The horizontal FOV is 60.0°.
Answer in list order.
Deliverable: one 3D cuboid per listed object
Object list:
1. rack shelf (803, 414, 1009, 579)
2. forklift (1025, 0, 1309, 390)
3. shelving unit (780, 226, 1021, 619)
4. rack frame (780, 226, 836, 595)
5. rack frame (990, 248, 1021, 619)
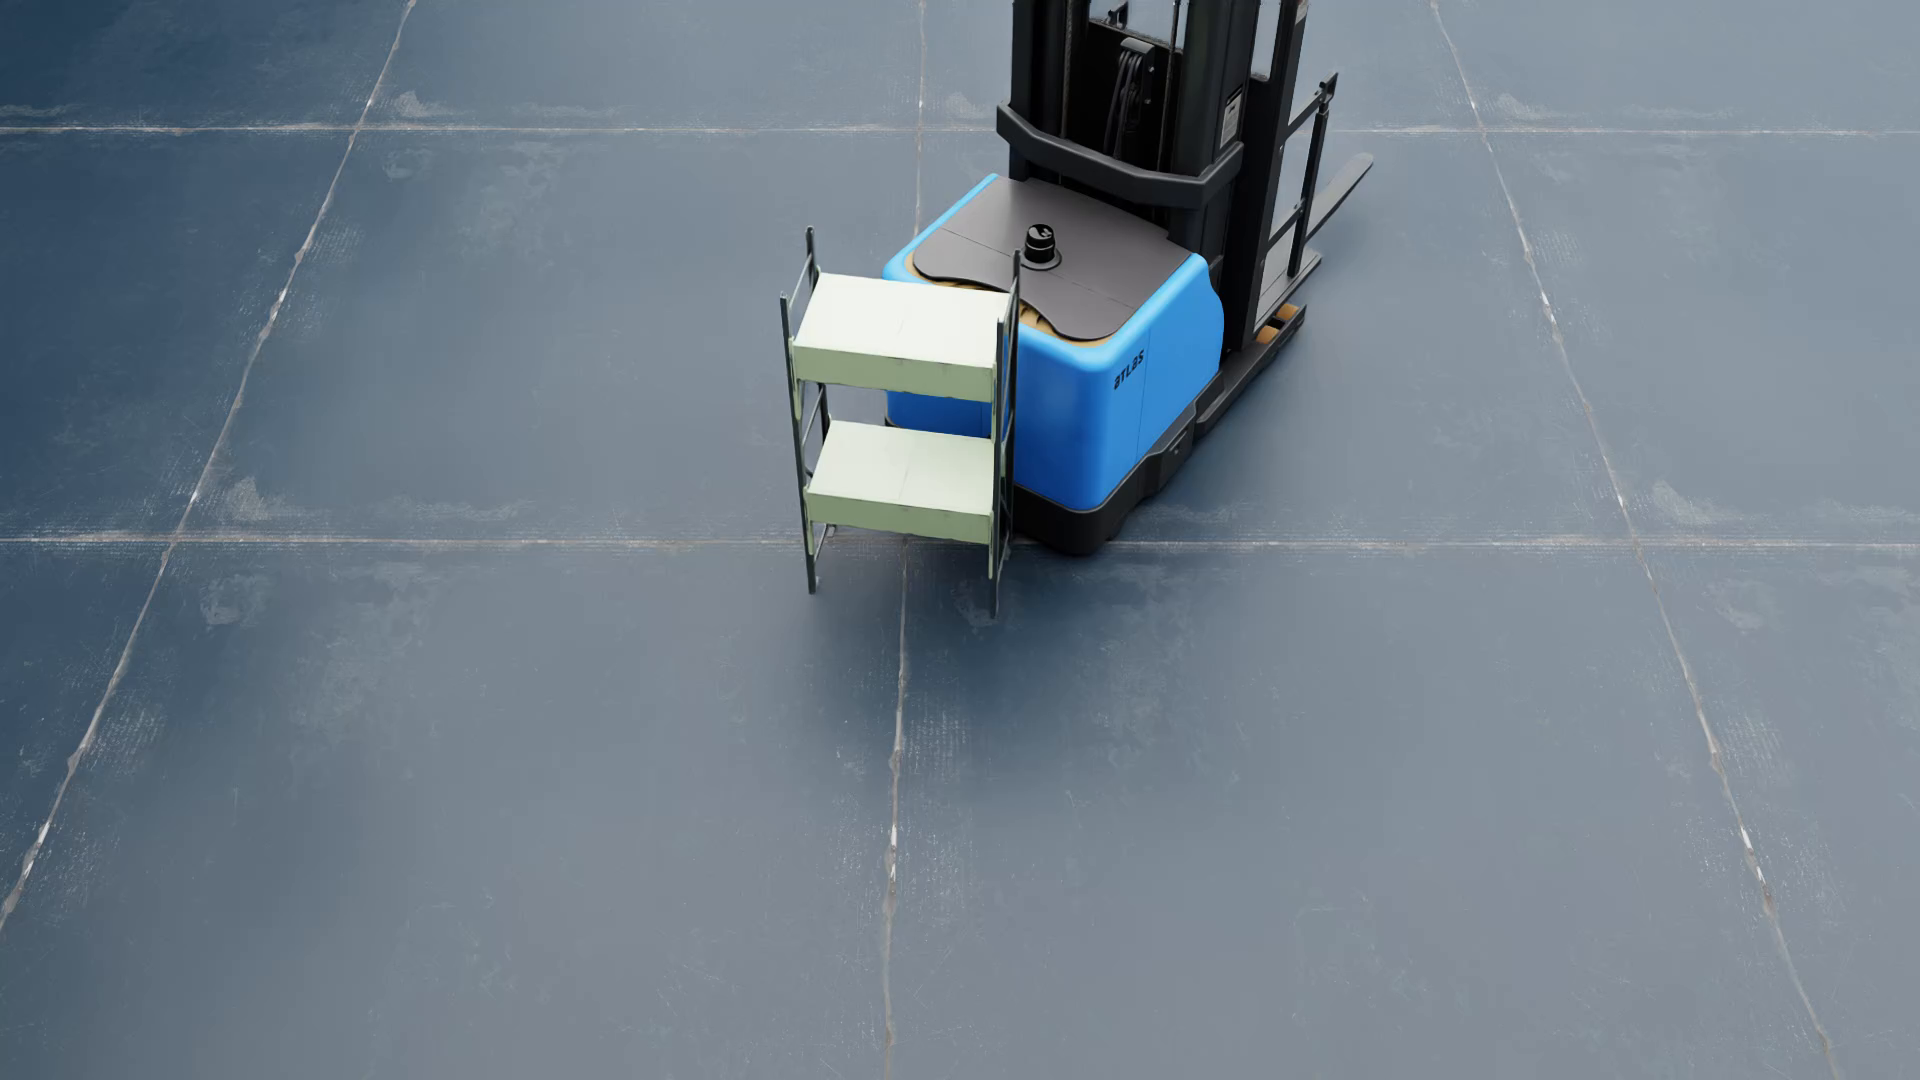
[{"bbox_3d":[15.103,-1.080,7.420,30.376,0.609,8.432,7,47,7],"label":"rack shelf"},{"bbox_3d":[19.885,-4.049,4.444,32.329,9.011,24.333,27,53,23],"label":"forklift"},{"bbox_3d":[15.095,-1.385,7.095,30.393,1.500,8.432,7,47,7],"label":"shelving unit"},{"bbox_3d":[-0.555,-0.439,6.215,0.023,1.500,0.400,7,47,7],"label":"rack frame"},{"bbox_3d":[0.165,-0.346,6.128,0.023,1.500,0.400,7,47,7],"label":"rack frame"}]
